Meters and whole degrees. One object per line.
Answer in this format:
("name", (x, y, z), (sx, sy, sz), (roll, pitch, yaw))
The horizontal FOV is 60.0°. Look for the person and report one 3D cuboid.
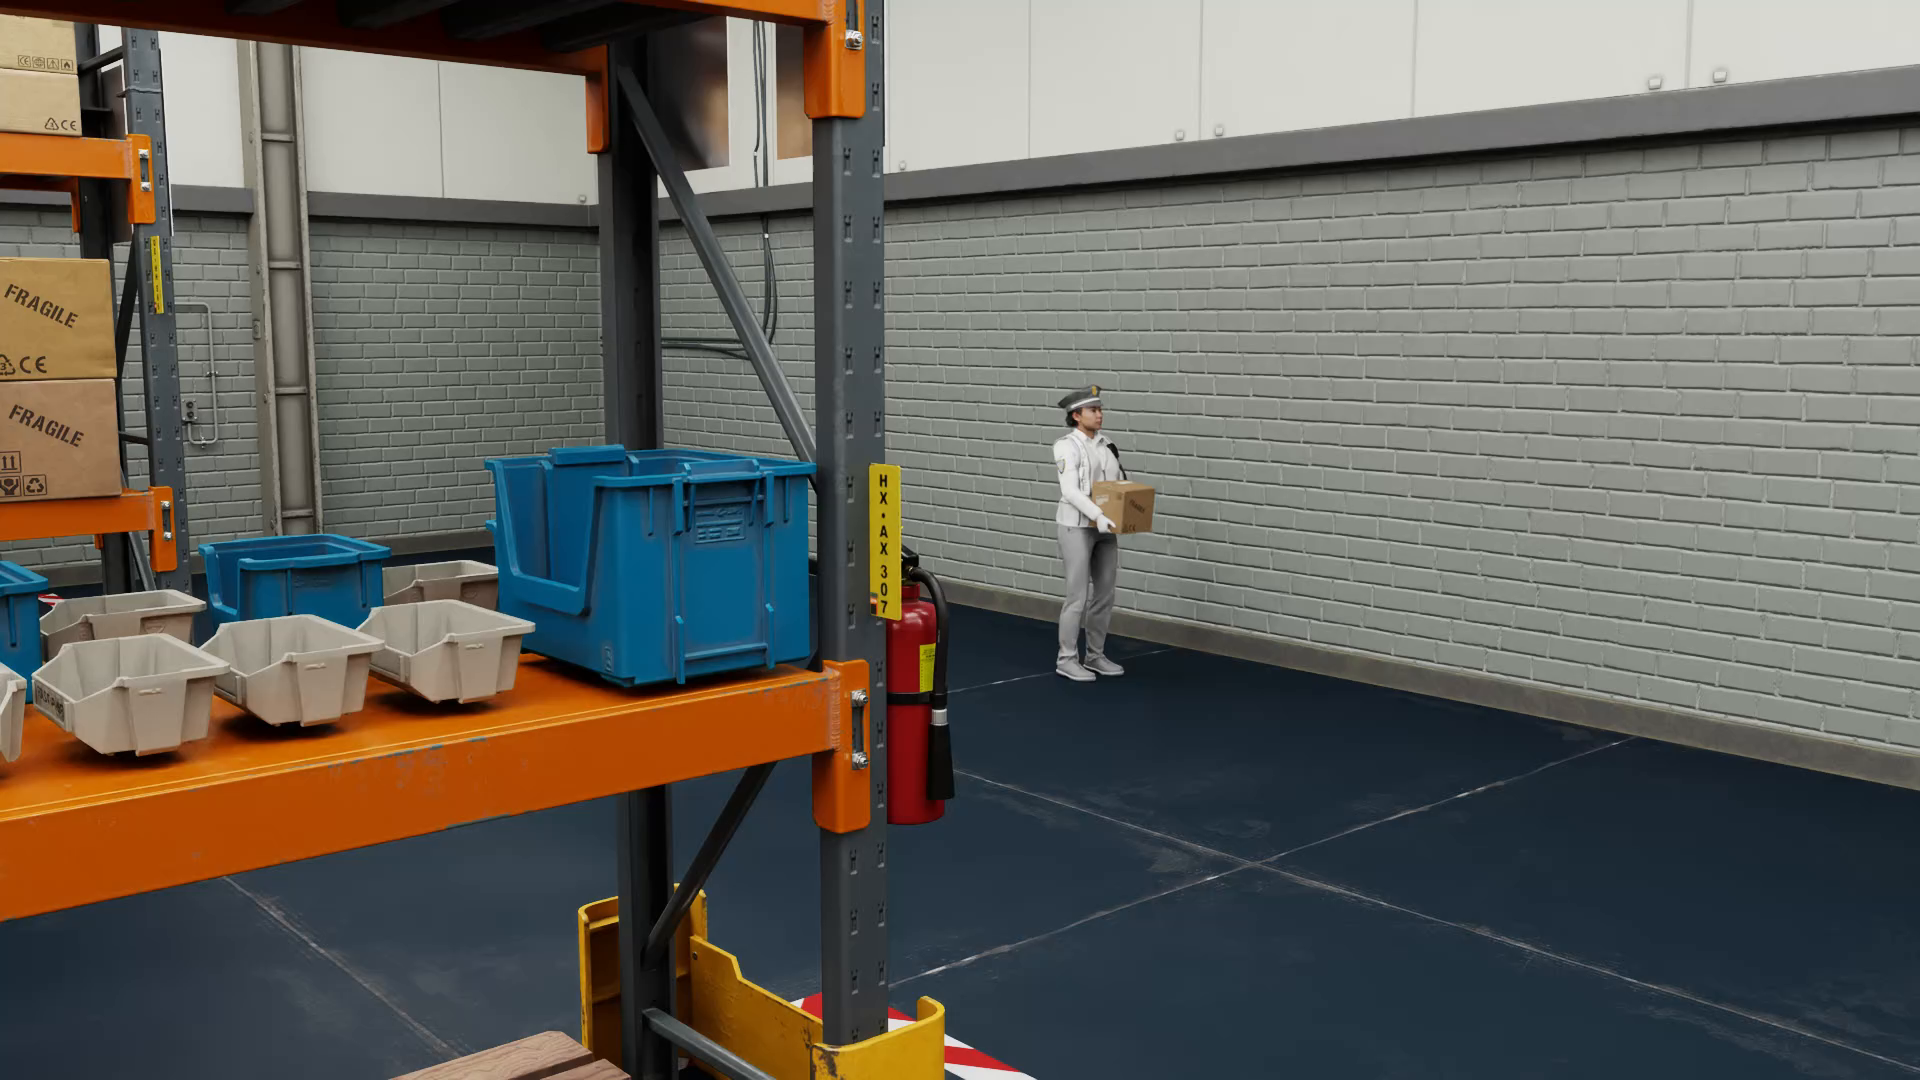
("person", (0.785, -0.043, 9.526), (0.459, 1.686, 0.562), (-6, 10, -40))
